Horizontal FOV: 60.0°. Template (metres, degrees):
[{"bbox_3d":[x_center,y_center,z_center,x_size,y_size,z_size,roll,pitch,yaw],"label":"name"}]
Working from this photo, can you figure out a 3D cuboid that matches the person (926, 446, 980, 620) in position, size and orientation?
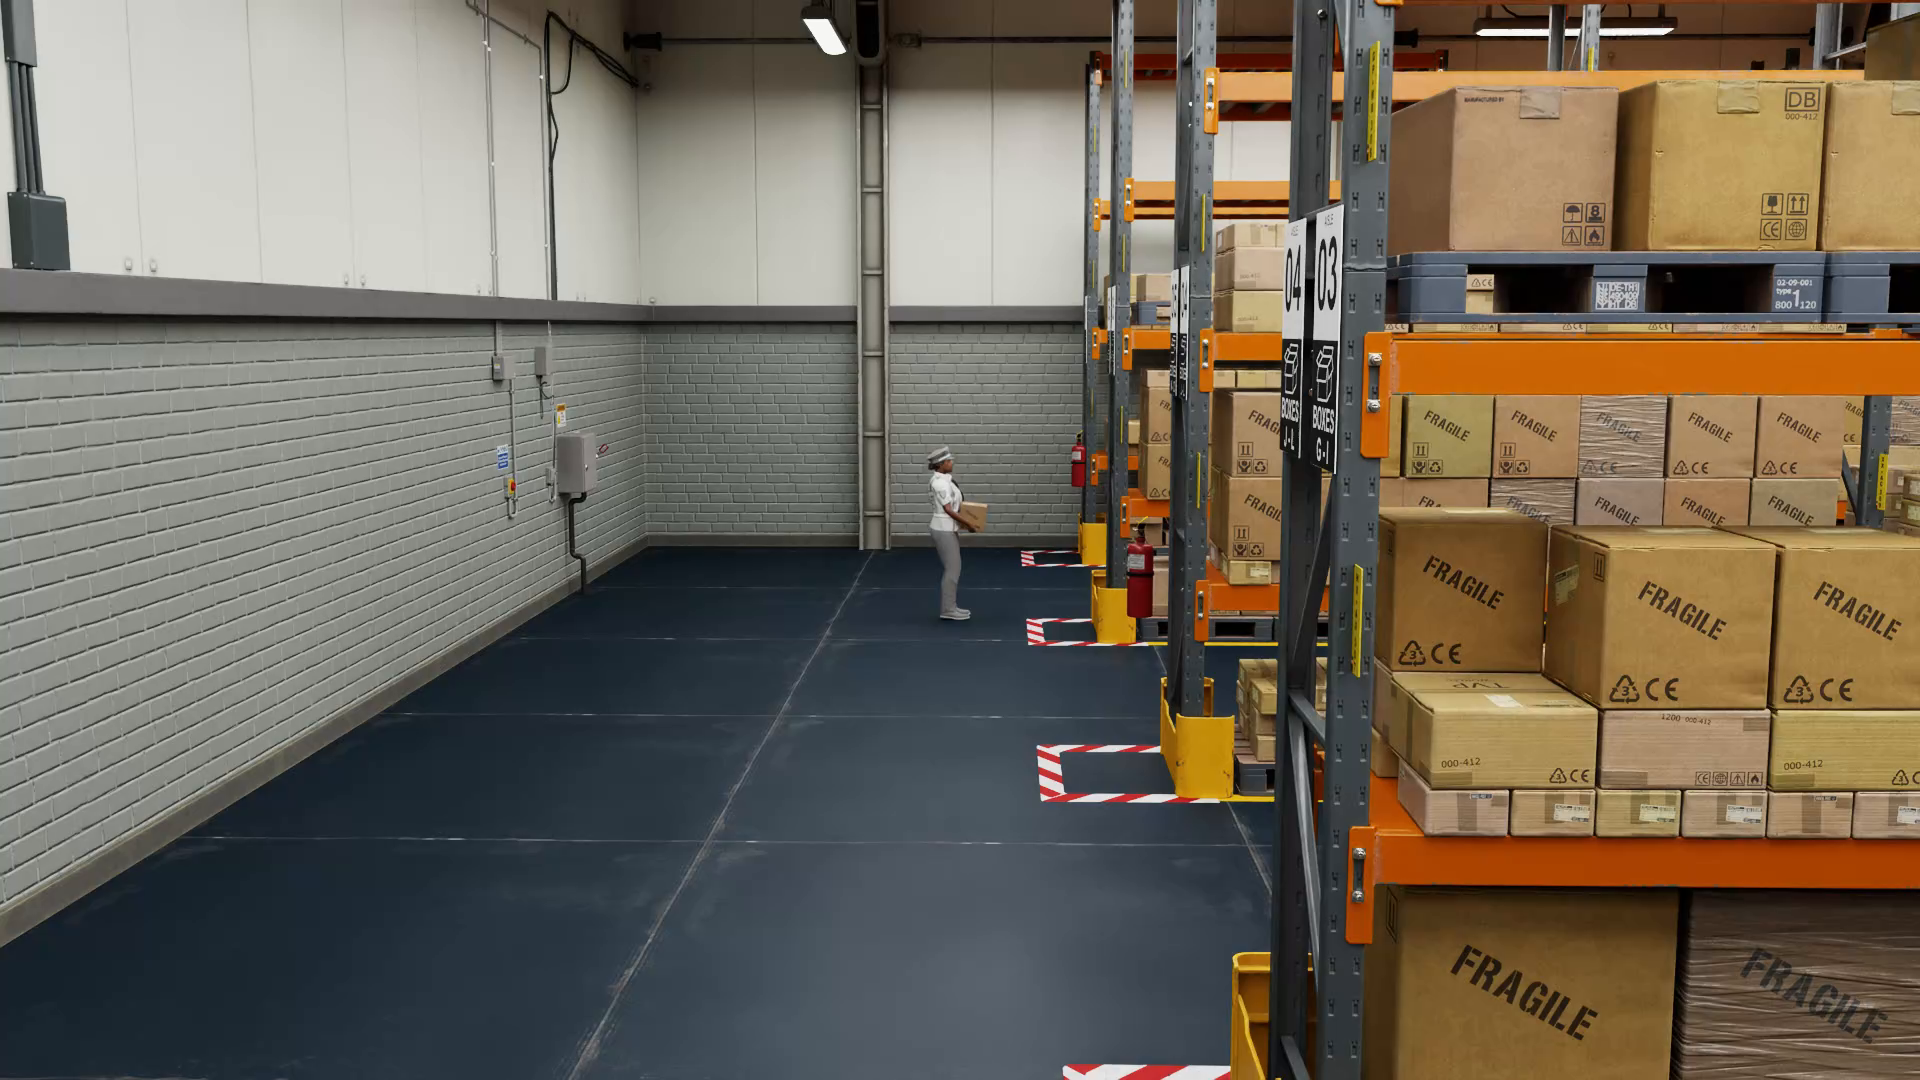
[{"bbox_3d":[-0.062,-0.074,16.252,0.538,1.687,0.450,0,7,2],"label":"person"}]
